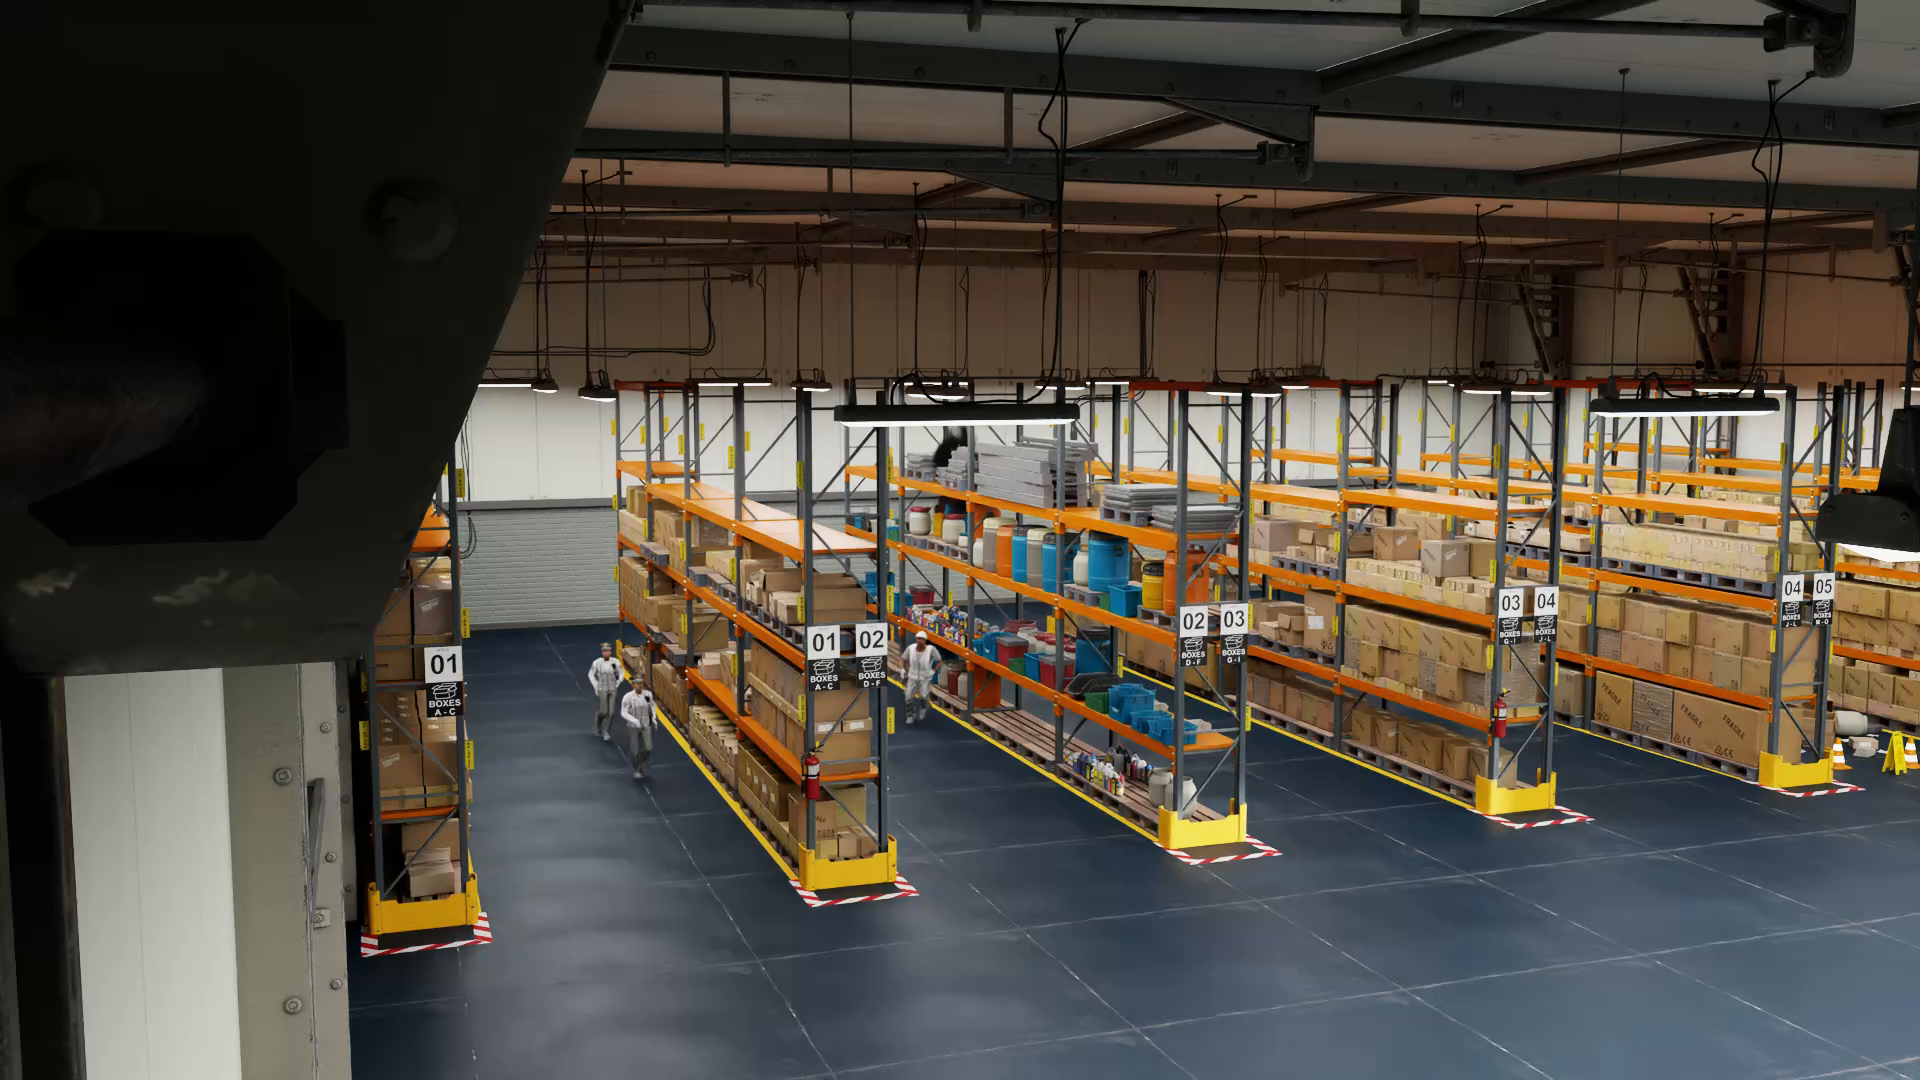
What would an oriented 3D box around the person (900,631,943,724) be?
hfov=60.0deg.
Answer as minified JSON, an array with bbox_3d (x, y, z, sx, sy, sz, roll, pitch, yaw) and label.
[{"bbox_3d":[-0.690,2.423,29.189,0.771,1.683,0.550,1,6,5],"label":"person"}]

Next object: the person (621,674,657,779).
[{"bbox_3d":[-4.856,2.839,25.282,0.592,1.646,0.625,-3,7,-25],"label":"person"}]

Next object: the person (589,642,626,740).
[{"bbox_3d":[-5.939,2.547,28.064,0.605,1.668,0.566,-2,6,-18],"label":"person"}]
